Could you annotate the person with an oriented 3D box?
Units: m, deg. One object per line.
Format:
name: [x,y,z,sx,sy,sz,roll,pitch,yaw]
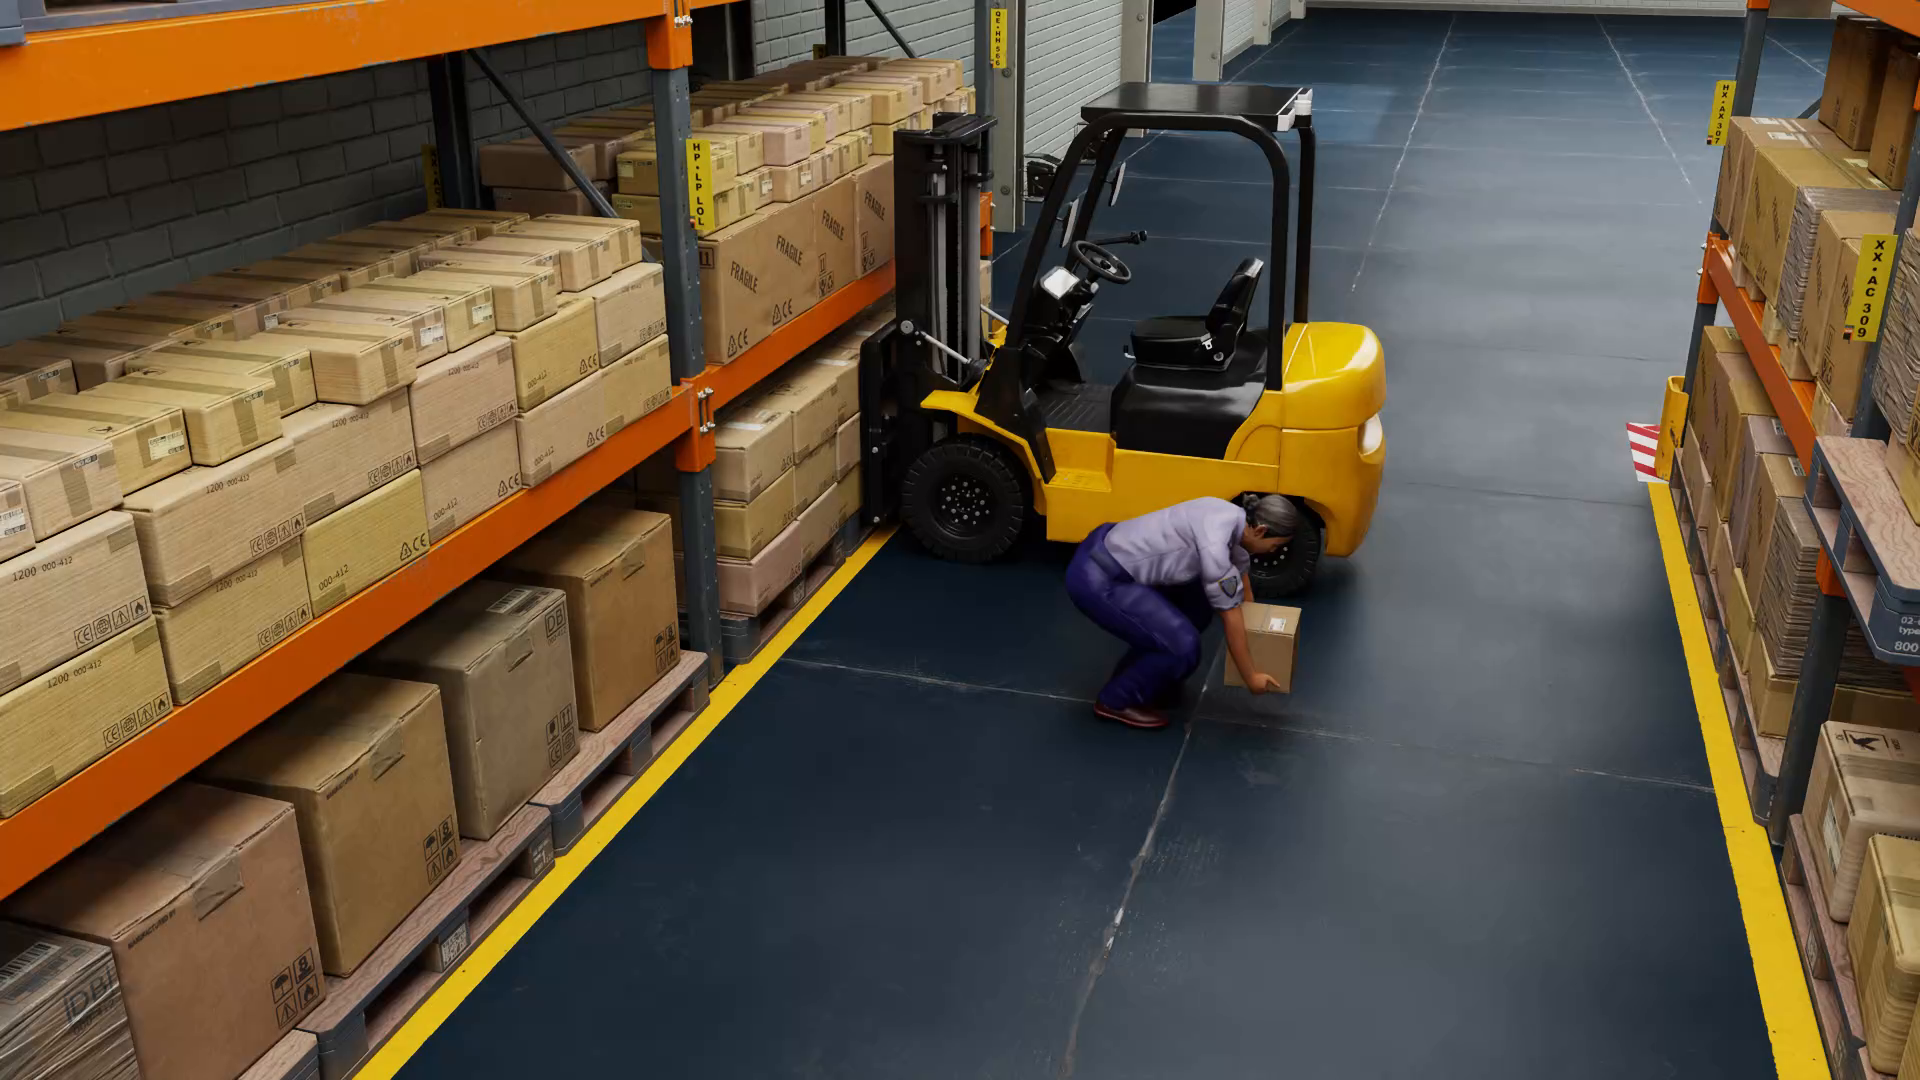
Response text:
person: [0.849,0.243,6.464,0.862,0.939,0.519,6,23,14]
